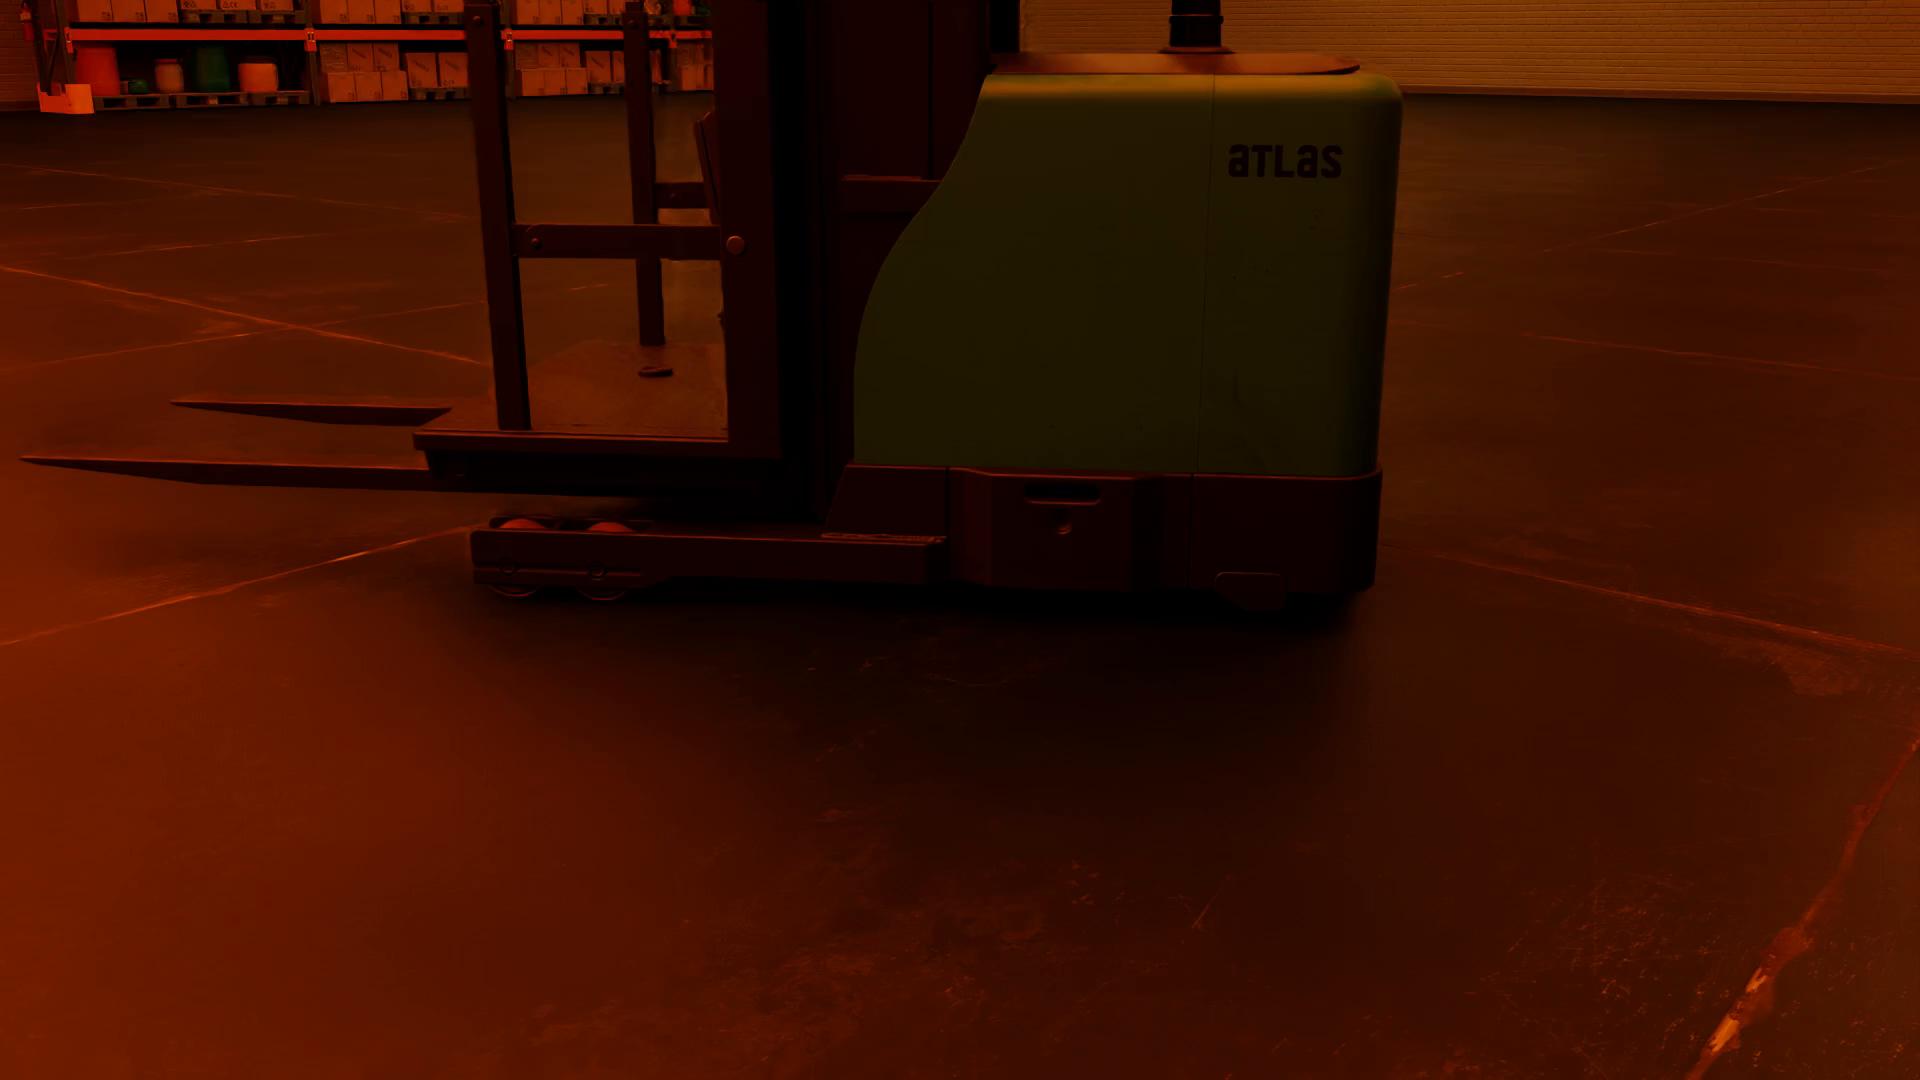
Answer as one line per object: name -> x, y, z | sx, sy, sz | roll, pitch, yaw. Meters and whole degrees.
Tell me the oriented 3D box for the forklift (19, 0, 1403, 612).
forklift -> -0.607, -1.422, 3.581 | 3.031, 2.935, 1.130 | 2, 17, 6
